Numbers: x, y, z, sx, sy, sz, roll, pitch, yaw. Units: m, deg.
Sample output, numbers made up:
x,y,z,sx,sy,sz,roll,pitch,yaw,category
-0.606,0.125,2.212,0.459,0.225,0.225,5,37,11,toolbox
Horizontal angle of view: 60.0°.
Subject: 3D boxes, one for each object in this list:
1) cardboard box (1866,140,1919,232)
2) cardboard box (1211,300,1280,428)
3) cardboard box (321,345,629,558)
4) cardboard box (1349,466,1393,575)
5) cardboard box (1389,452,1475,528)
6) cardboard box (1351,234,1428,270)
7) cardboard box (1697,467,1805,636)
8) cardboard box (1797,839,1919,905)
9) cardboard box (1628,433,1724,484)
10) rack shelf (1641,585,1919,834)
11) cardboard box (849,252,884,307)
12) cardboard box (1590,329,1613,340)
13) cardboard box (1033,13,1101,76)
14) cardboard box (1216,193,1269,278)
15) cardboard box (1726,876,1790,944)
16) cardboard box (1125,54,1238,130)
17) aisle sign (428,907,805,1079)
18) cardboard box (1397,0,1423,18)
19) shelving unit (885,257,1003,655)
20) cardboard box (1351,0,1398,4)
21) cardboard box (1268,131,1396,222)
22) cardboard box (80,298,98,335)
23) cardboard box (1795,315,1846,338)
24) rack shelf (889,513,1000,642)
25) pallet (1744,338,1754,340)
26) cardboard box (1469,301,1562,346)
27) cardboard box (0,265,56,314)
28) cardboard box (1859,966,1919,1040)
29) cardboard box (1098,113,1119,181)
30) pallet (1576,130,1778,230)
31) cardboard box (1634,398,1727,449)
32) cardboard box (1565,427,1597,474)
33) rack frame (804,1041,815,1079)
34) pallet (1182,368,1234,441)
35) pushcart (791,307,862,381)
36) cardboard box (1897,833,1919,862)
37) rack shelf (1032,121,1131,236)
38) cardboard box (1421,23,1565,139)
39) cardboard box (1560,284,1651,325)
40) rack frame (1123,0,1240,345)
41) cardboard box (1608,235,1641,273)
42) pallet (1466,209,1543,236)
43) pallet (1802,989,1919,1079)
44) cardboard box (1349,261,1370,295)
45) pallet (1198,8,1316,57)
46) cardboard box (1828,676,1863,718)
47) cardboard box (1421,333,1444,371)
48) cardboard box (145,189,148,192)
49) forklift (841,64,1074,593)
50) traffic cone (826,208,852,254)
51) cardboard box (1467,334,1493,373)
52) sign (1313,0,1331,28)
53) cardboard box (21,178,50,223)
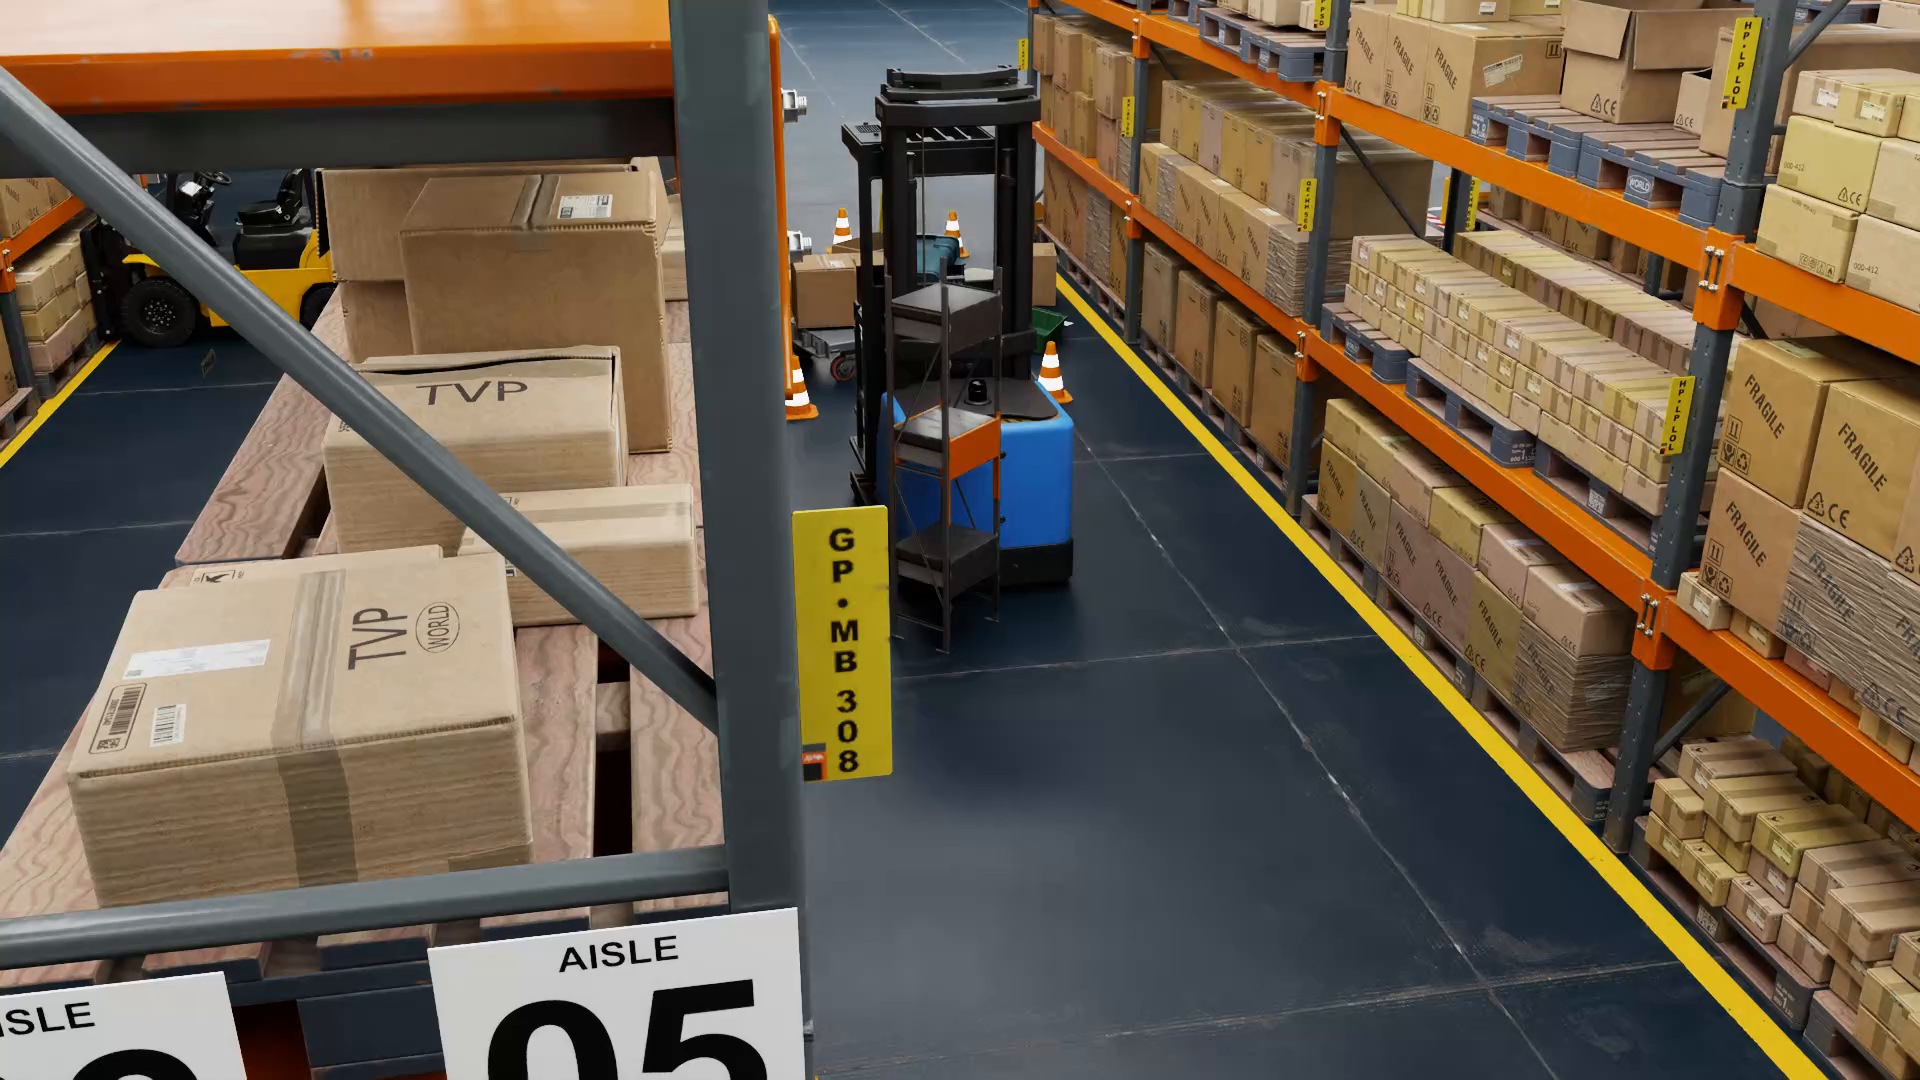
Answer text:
x,y,z,sx,sy,sz,roll,pitch,yaw,category
3.375,-1.144,5.436,0.500,0.250,0.500,-4,24,-10,cardboard box
2.506,-1.337,12.349,1.050,0.750,0.750,-4,24,-9,cardboard box
-0.900,-0.197,3.168,0.500,0.311,0.500,-4,24,-9,cardboard box
2.671,-0.138,9.917,0.500,0.500,0.500,-4,24,-9,cardboard box
2.757,-0.292,9.332,0.500,0.250,0.500,-4,24,-9,cardboard box
2.591,-1.738,10.027,0.380,0.149,0.250,-4,24,-10,cardboard box
3.278,0.019,6.462,0.500,0.500,0.500,-5,24,-11,cardboard box
3.453,1.289,6.344,0.380,0.149,0.250,-5,24,-11,cardboard box
3.167,-0.368,7.262,0.380,0.149,0.250,-4,24,-8,cardboard box
3.804,1.104,5.373,1.077,0.370,4.000,-4,24,-10,rack shelf
-0.637,-2.374,15.387,0.797,0.637,0.503,-4,24,-10,cardboard box
3.522,-1.030,8.778,0.380,0.149,0.250,-5,24,-11,cardboard box
1.246,-5.147,17.251,0.875,0.550,0.550,-4,24,-10,cardboard box
2.164,-2.182,11.873,0.500,0.500,0.500,-5,24,-11,cardboard box
3.332,1.467,6.680,0.380,0.149,0.250,-4,24,-10,cardboard box
1.921,-3.870,14.327,0.875,0.550,0.550,-4,24,-10,cardboard box
-0.374,0.783,1.962,0.394,0.787,0.004,-4,24,-10,aisle sign
2.594,-2.975,8.984,0.396,0.266,0.258,-4,24,-10,cardboard box
-0.084,-0.447,9.151,0.431,2.100,0.503,16,28,32,shelving unit
2.777,-3.459,10.635,0.500,0.311,0.500,-4,24,-10,cardboard box
2.527,-2.466,11.274,0.700,0.500,0.500,-5,24,-11,cardboard box
-7.752,-1.931,14.334,0.500,0.250,0.500,-4,24,-9,cardboard box
7.218,-1.671,13.401,0.700,0.500,0.500,-2,24,-5,cardboard box
-0.084,0.207,9.436,0.431,0.518,0.480,16,28,32,rack shelf
7.223,-1.421,13.741,1.003,0.211,1.213,-4,24,-10,pallet
2.877,-1.124,8.622,0.380,0.149,0.250,-5,24,-10,cardboard box
-7.549,-1.988,13.216,0.500,0.250,0.500,-5,24,-11,cardboard box
3.462,1.638,5.917,0.380,0.149,0.250,-4,24,-10,cardboard box
1.751,-3.587,15.027,0.875,0.550,0.550,-4,24,-10,cardboard box
3.425,-1.552,7.042,1.213,0.211,1.003,-4,24,-10,pallet
3.168,-0.506,7.206,0.380,0.149,0.250,-3,24,-7,cardboard box
3.074,-0.431,7.779,0.380,0.149,0.250,-4,24,-10,cardboard box
-0.672,1.967,2.498,1.000,3.000,0.127,-4,24,-10,rack frame
2.401,-1.102,13.010,1.003,0.211,1.213,-4,24,-10,pallet
-0.659,-1.740,14.262,1.648,0.377,0.936,-13,27,-28,pushcart
3.867,1.253,6.428,0.380,0.149,0.250,-4,24,-8,cardboard box
1.585,-3.616,16.180,1.077,0.370,4.000,-4,24,-10,rack shelf
2.736,-2.369,8.555,0.500,0.500,0.500,-4,24,-10,cardboard box
3.473,-1.268,8.951,0.380,0.149,0.250,-3,24,-7,cardboard box
1.955,-3.159,14.235,1.000,3.000,0.127,-4,24,-10,rack frame
6.700,-2.918,16.283,0.500,0.500,0.500,3,24,7,cardboard box
6.238,-3.430,18.339,1.003,0.211,1.213,-4,24,-10,pallet
3.822,2.008,5.889,1.003,0.211,1.213,-4,24,-10,pallet
2.587,-1.594,10.070,0.380,0.149,0.250,-3,24,-7,cardboard box
2.314,-3.563,11.648,1.003,0.211,1.213,-3,24,-7,pallet
3.431,0.543,6.073,0.380,0.149,0.250,-5,24,-12,cardboard box
2.782,-1.050,9.195,0.380,0.149,0.250,-4,24,-8,cardboard box
-8.116,-3.190,15.968,0.500,0.250,0.500,-4,24,-8,cardboard box
-0.135,-1.589,10.727,1.130,2.935,3.031,-5,24,-11,forklift
-1.255,-3.306,17.741,0.336,0.463,0.334,-4,24,-10,traffic cone
2.880,-0.982,8.668,0.380,0.149,0.250,-3,24,-8,cardboard box
2.148,-3.196,9.826,0.100,0.325,0.005,-4,24,-10,sign
-7.706,-2.827,13.351,0.500,0.500,0.500,-4,24,-9,cardboard box
